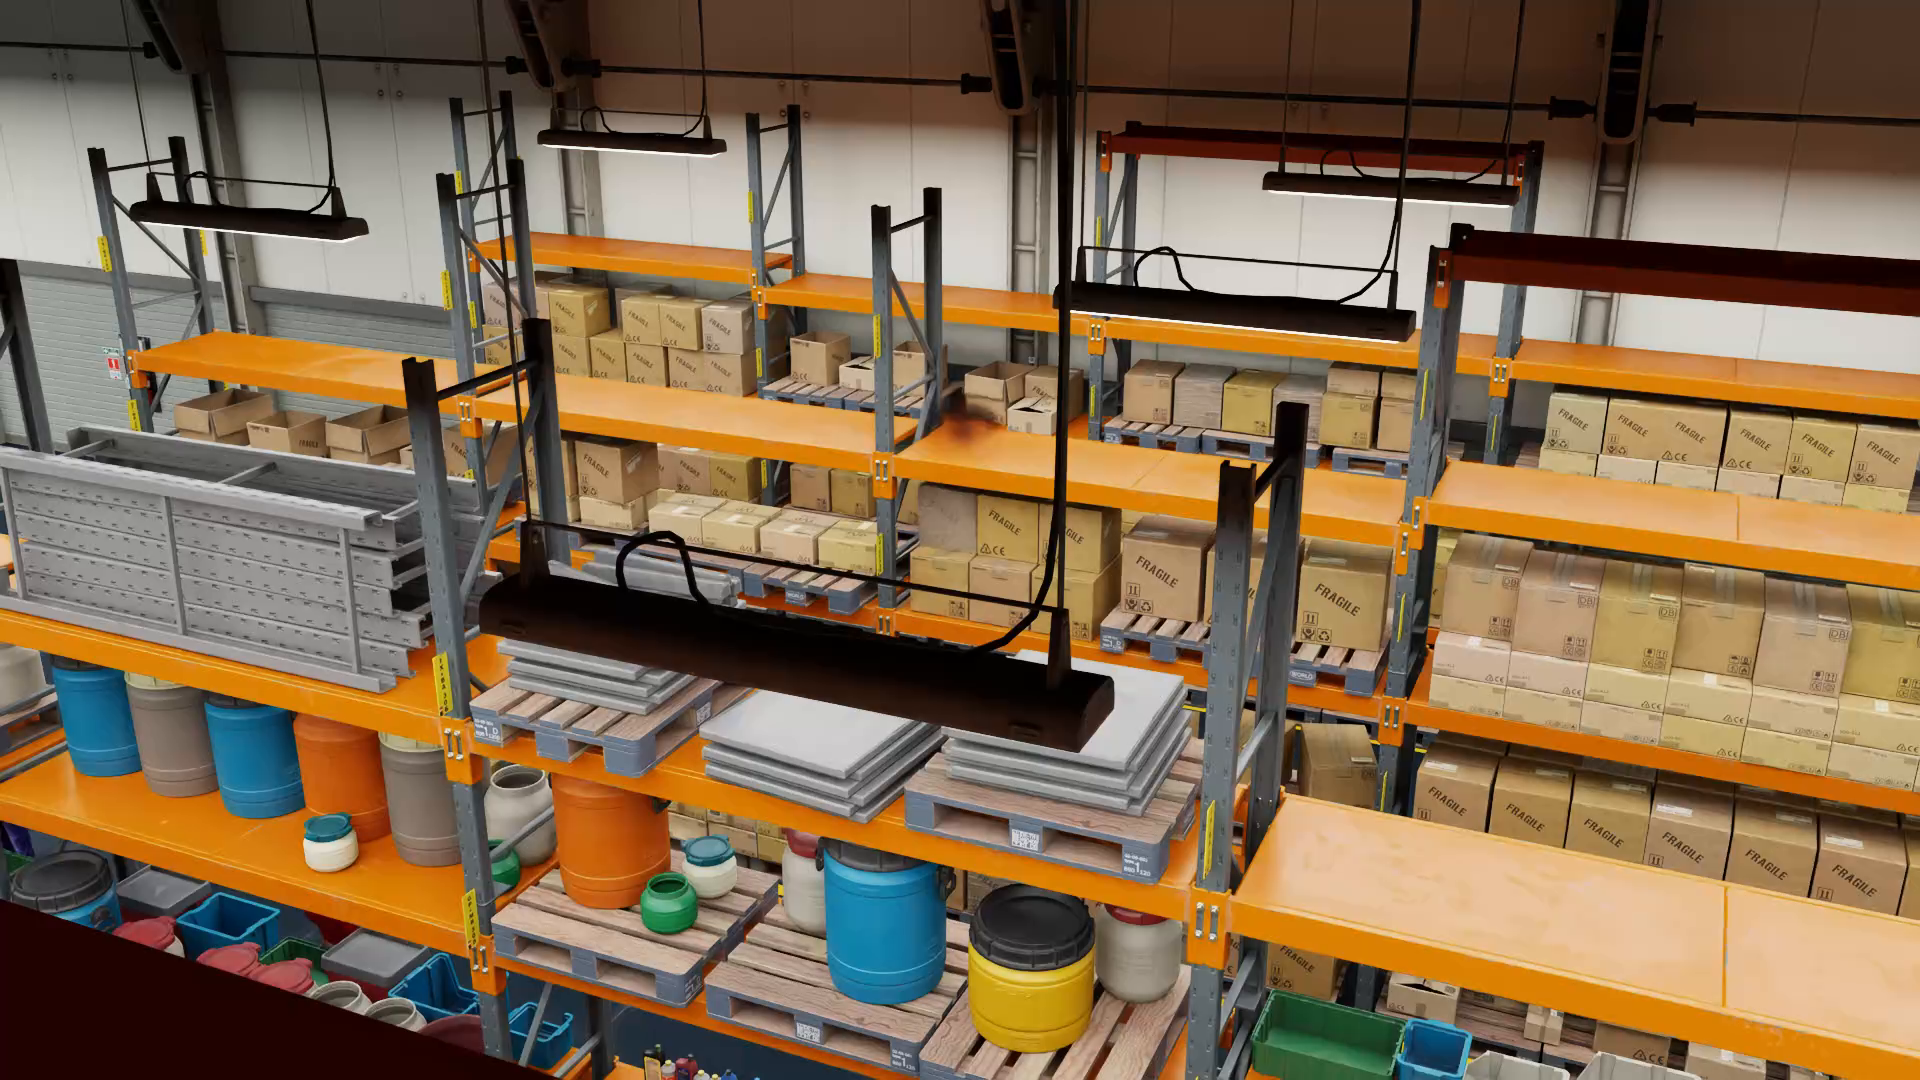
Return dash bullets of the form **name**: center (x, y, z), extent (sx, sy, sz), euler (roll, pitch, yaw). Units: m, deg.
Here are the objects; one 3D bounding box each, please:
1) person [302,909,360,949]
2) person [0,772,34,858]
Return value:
- **person**: center (-4.432, 3.026, 12.219), extent (0.621, 1.701, 0.624), euler (6, 21, 15)
- **person**: center (-8.523, 2.195, 14.590), extent (0.540, 1.673, 0.443), euler (0, 21, 1)
